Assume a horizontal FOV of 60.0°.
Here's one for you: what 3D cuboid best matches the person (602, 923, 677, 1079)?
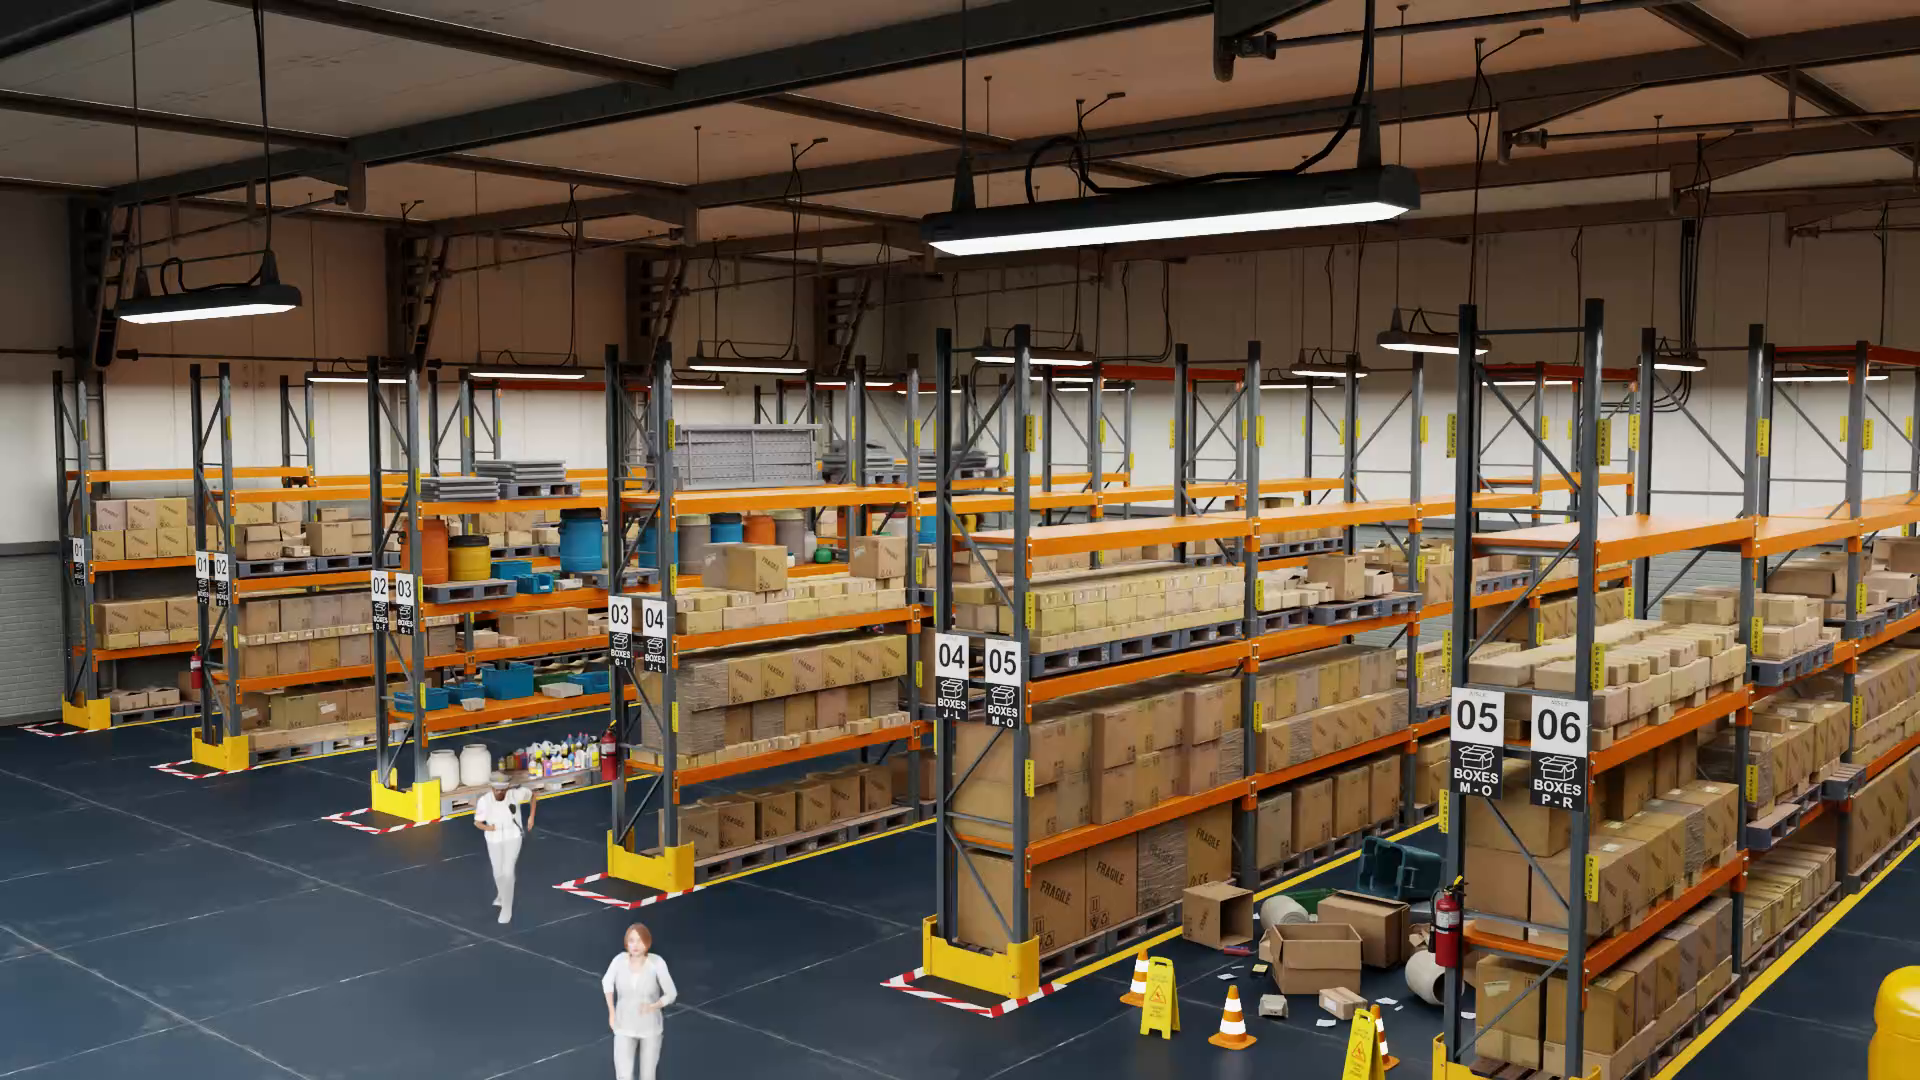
[{"bbox_3d":[-2.279,3.525,11.831,0.544,1.651,0.648,0,4,-5],"label":"person"}]

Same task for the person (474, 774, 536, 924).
[{"bbox_3d":[-4.705,3.157,17.258,0.613,1.611,0.953,-1,4,-10],"label":"person"}]
